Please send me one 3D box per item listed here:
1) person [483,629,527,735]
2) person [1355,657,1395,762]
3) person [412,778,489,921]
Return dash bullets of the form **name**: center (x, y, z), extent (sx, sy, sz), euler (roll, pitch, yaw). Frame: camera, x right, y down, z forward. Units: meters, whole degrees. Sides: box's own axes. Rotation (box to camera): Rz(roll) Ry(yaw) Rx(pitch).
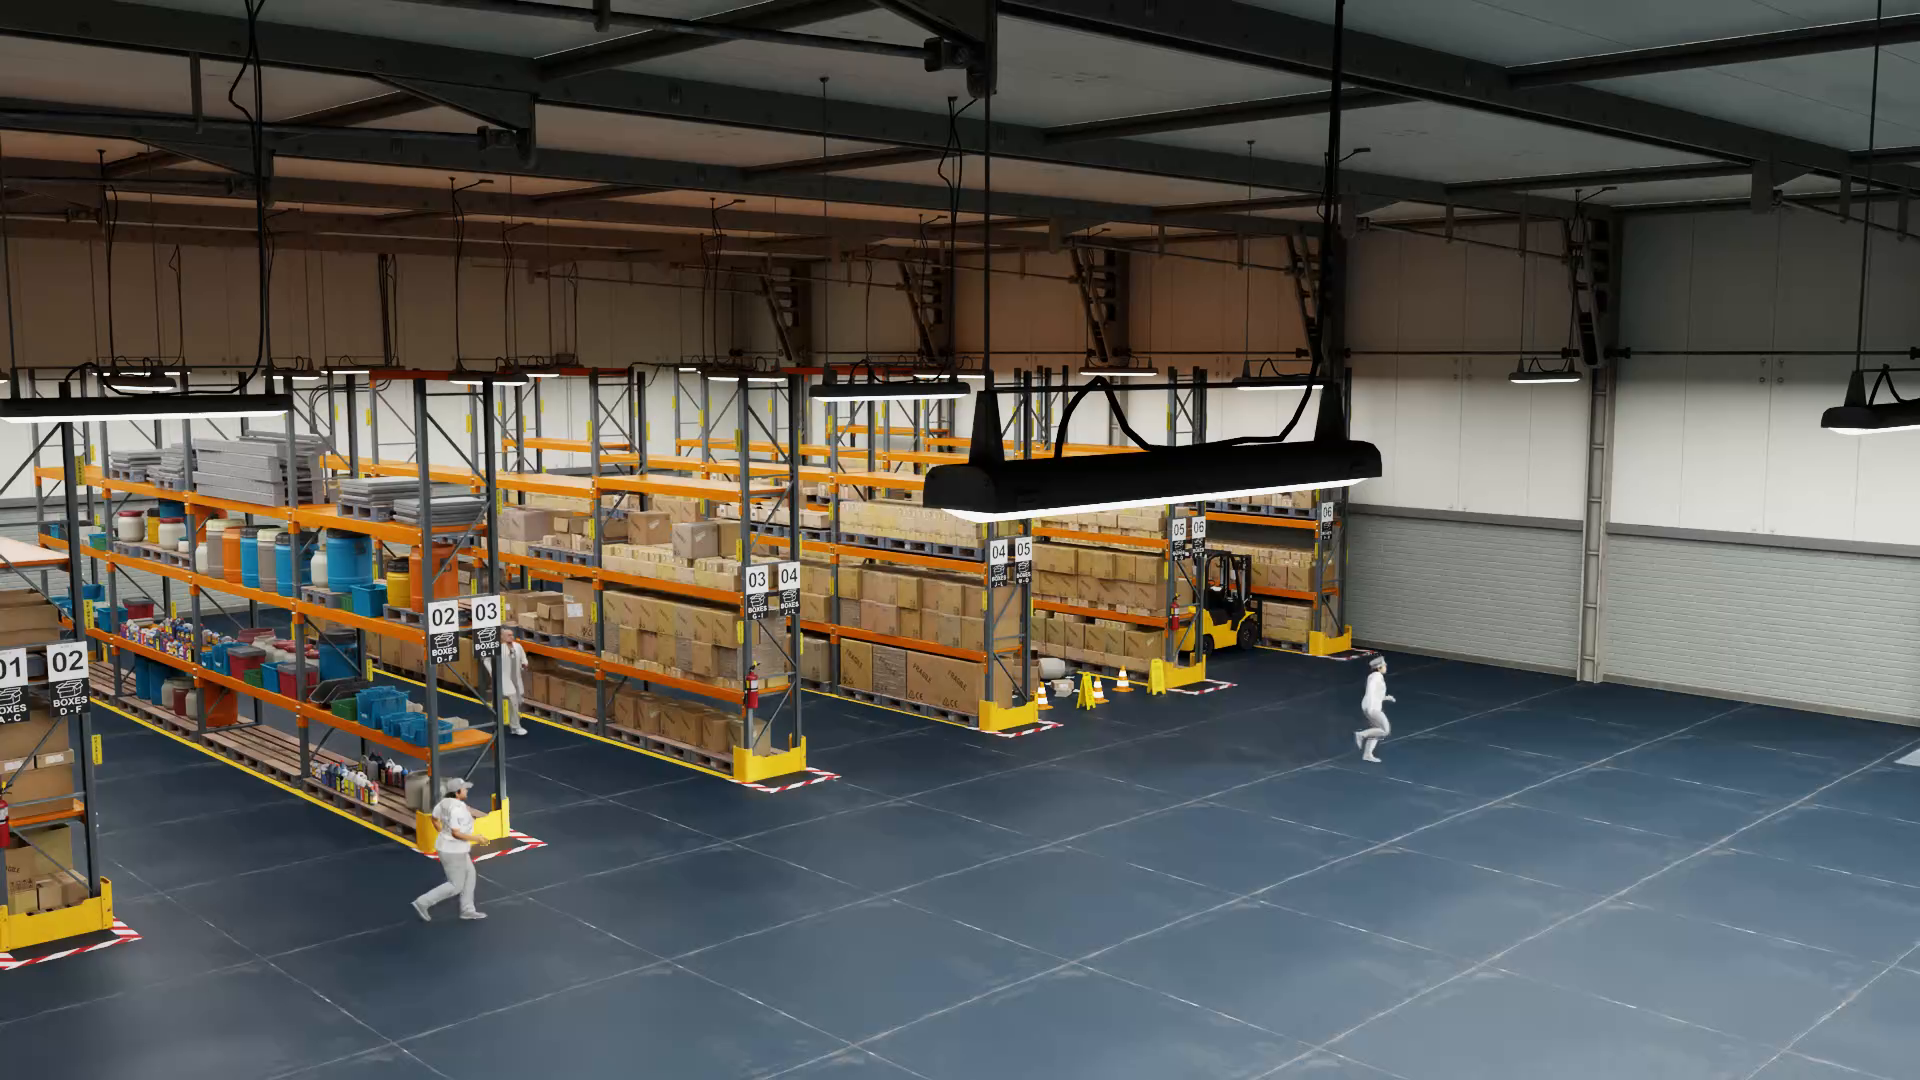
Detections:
- **person**: center (-7.514, 2.339, 27.630), extent (0.884, 1.750, 0.711), euler (6, 9, 41)
- **person**: center (6.446, 2.628, 25.771), extent (0.625, 1.643, 0.654), euler (0, 6, 1)
- **person**: center (-5.667, 3.454, 18.381), extent (0.835, 1.645, 0.598), euler (-4, 7, -30)
